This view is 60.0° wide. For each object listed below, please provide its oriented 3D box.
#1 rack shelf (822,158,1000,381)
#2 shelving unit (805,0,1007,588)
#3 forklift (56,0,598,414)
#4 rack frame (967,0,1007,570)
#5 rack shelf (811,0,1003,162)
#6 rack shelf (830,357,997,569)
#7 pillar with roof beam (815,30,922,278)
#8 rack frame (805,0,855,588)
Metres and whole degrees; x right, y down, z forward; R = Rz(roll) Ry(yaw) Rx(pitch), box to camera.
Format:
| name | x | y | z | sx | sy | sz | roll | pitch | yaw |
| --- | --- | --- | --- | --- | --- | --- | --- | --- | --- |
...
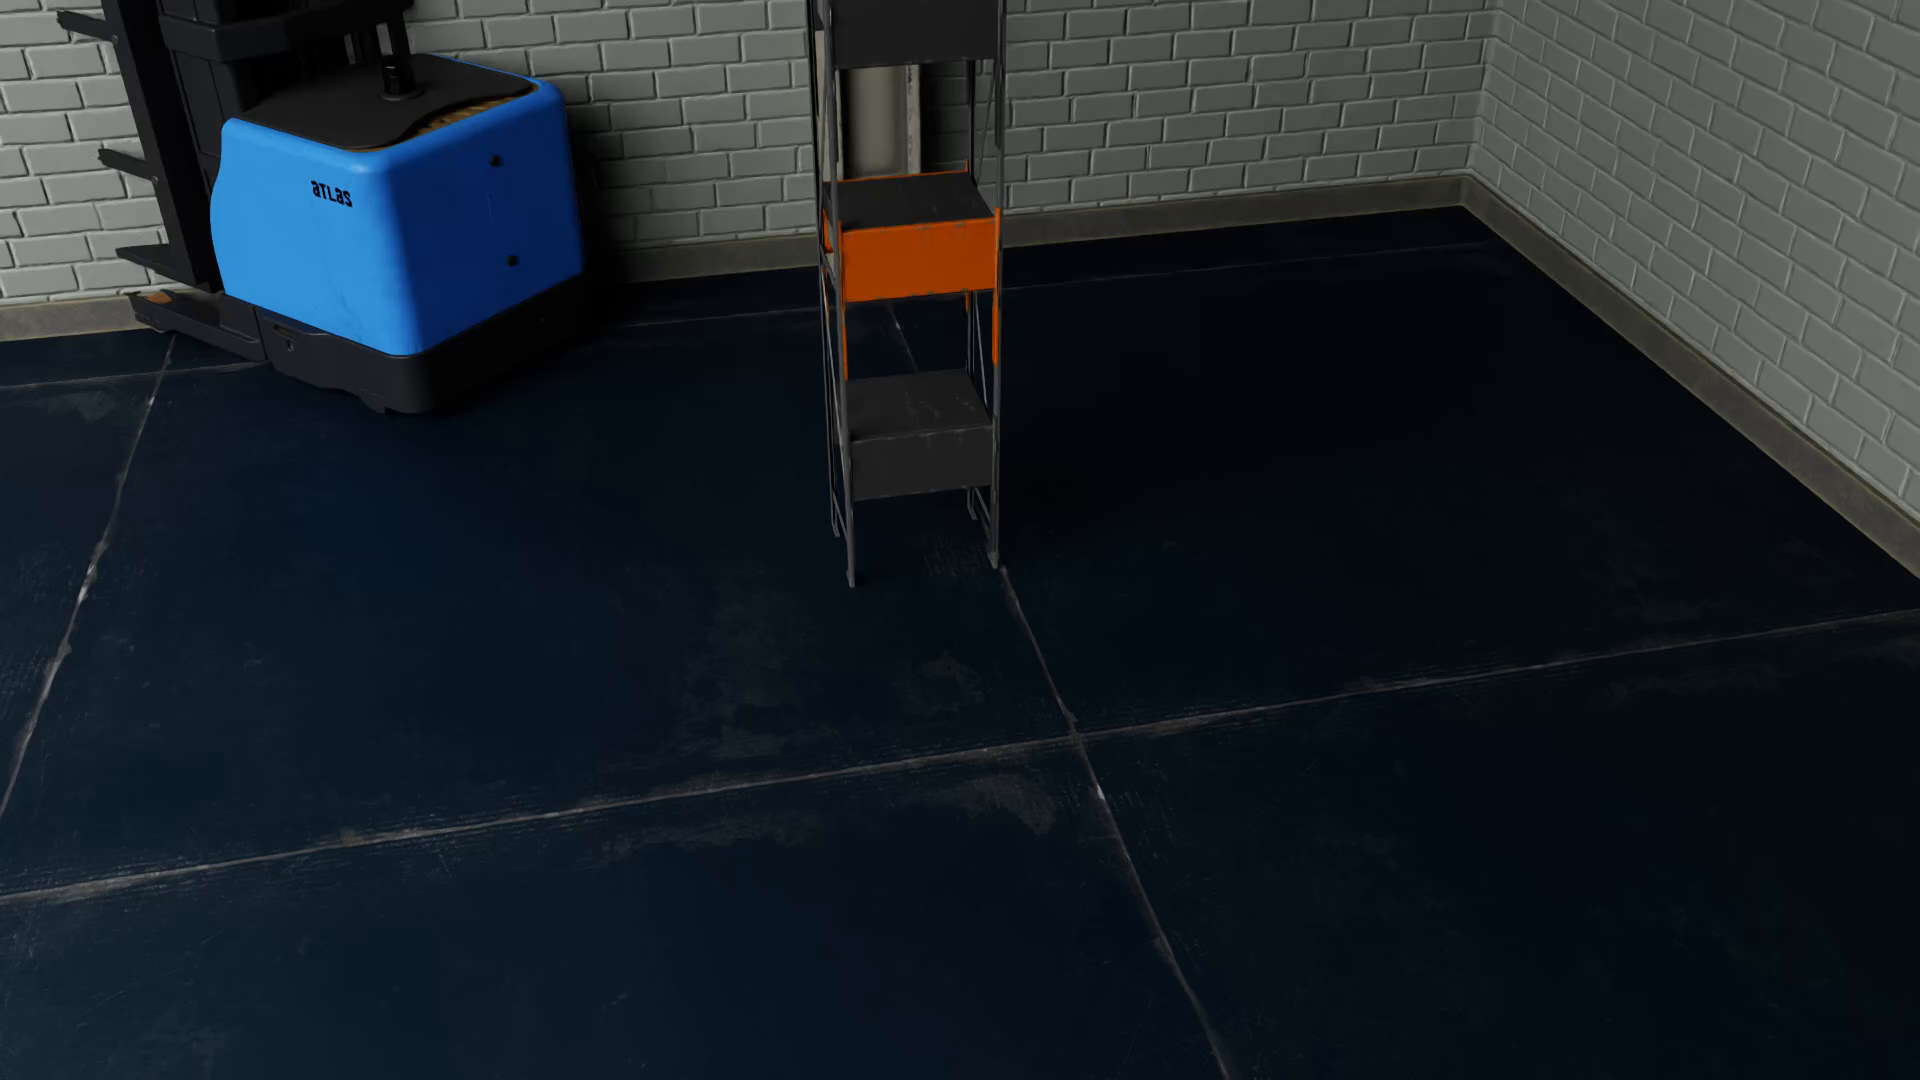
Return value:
| name | x | y | z | sx | sy | sz | roll | pitch | yaw |
| --- | --- | --- | --- | --- | --- | --- | --- | --- | --- |
| rack shelf | -0.161 | -0.840 | 5.142 | 0.480 | 0.518 | 0.431 | -7 | 35 | -11 |
| shelving unit | -0.161 | -0.852 | 5.135 | 0.503 | 2.100 | 0.431 | -7 | 35 | -11 |
| forklift | -3.042 | -2.321 | 6.579 | 3.031 | 2.935 | 1.130 | 20 | 39 | 27 |
| rack frame | 0.077 | -0.882 | 5.179 | 0.015 | 2.100 | 0.400 | -7 | 35 | -11 |
| rack shelf | -0.161 | -1.421 | 4.752 | 0.480 | 0.518 | 0.431 | -7 | 35 | -11 |
| rack shelf | -0.161 | -0.259 | 5.532 | 0.480 | 0.518 | 0.431 | -7 | 35 | -11 |
| pillar with roof beam | 0.558 | -2.621 | 1.581 | 0.400 | 9.000 | 9.100 | -7 | 35 | -11 |
| rack frame | -0.399 | -0.822 | 5.090 | 0.015 | 2.100 | 0.400 | -7 | 35 | -11 |
